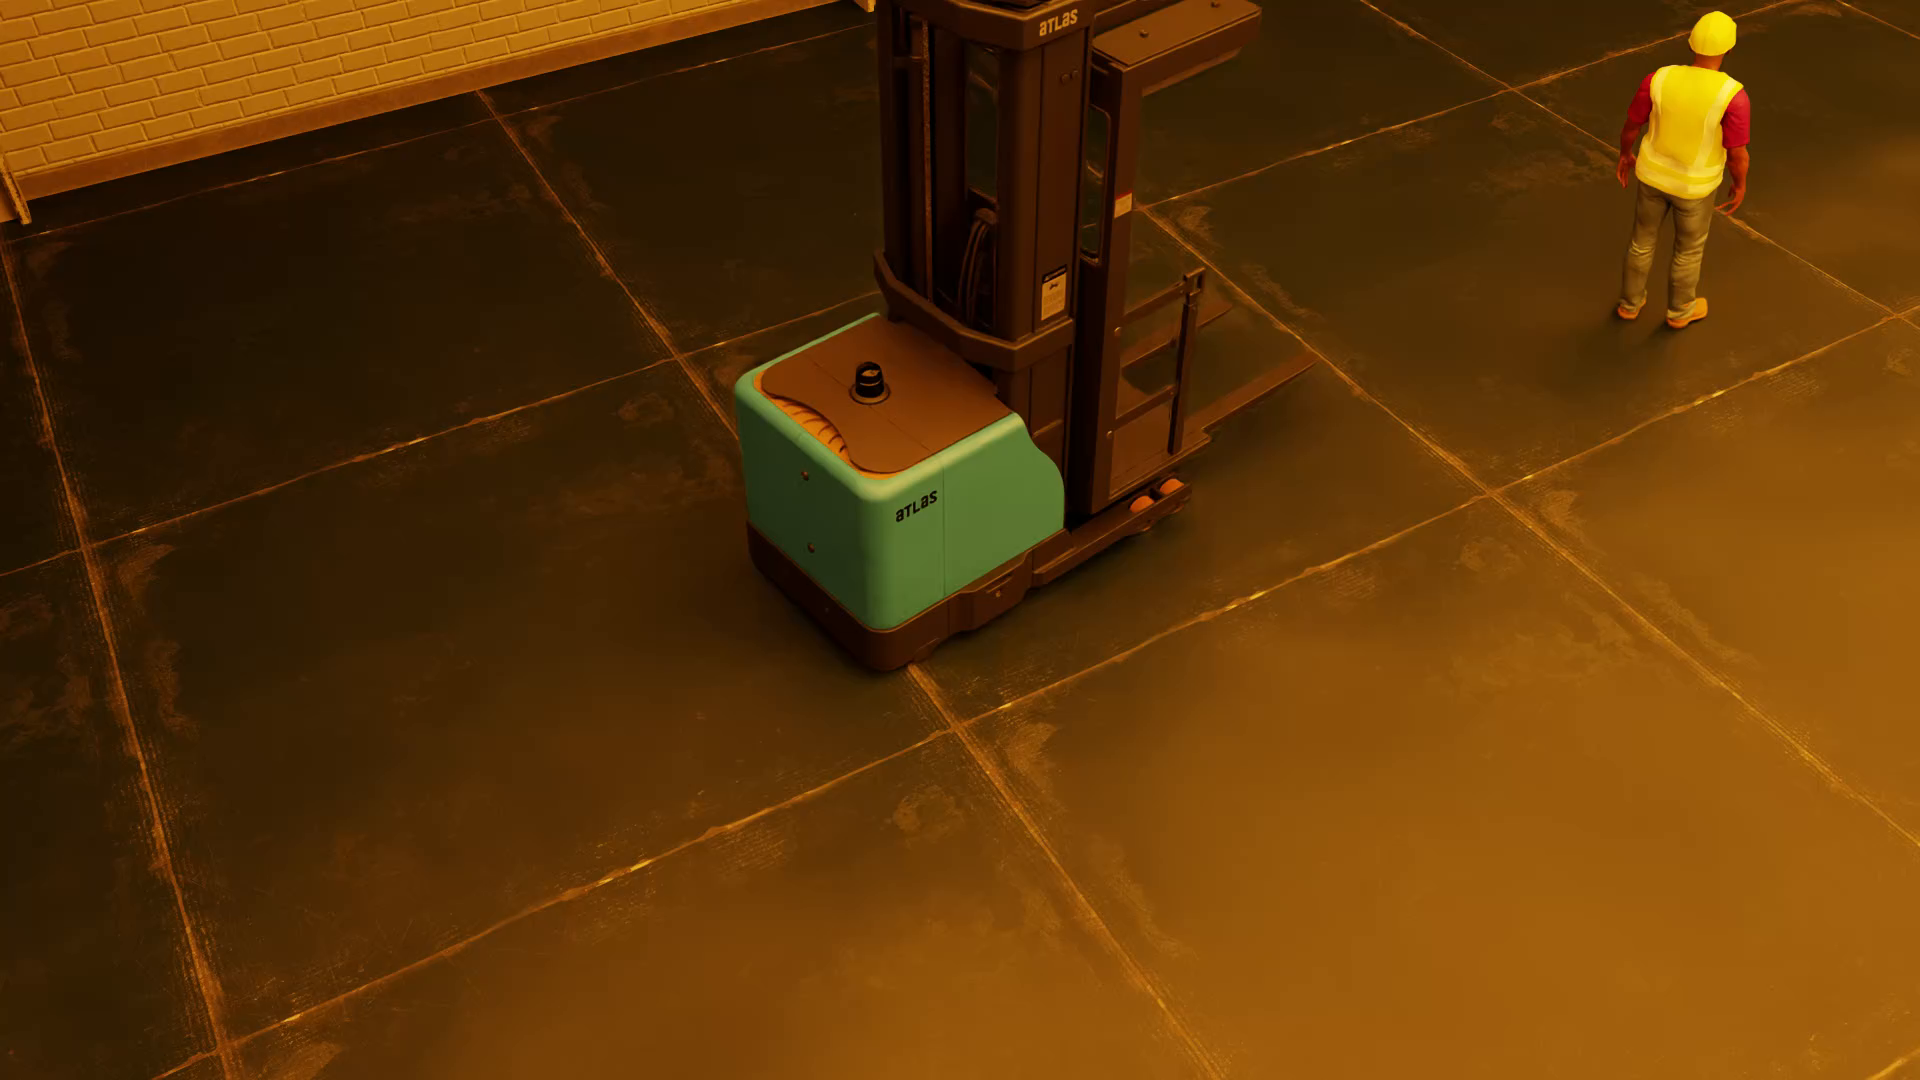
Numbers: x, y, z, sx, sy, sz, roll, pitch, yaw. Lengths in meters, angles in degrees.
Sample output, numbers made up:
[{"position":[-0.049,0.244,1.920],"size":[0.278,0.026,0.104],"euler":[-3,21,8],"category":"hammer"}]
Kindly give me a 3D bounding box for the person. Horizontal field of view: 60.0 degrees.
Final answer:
[{"position":[3.750,-1.914,8.610],"size":[0.665,1.768,0.565],"euler":[31,51,29],"category":"person"}]

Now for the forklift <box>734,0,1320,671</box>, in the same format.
[{"position":[0.480,-1.364,7.169],"size":[3.031,2.935,1.130],"euler":[-30,50,-28],"category":"forklift"}]
